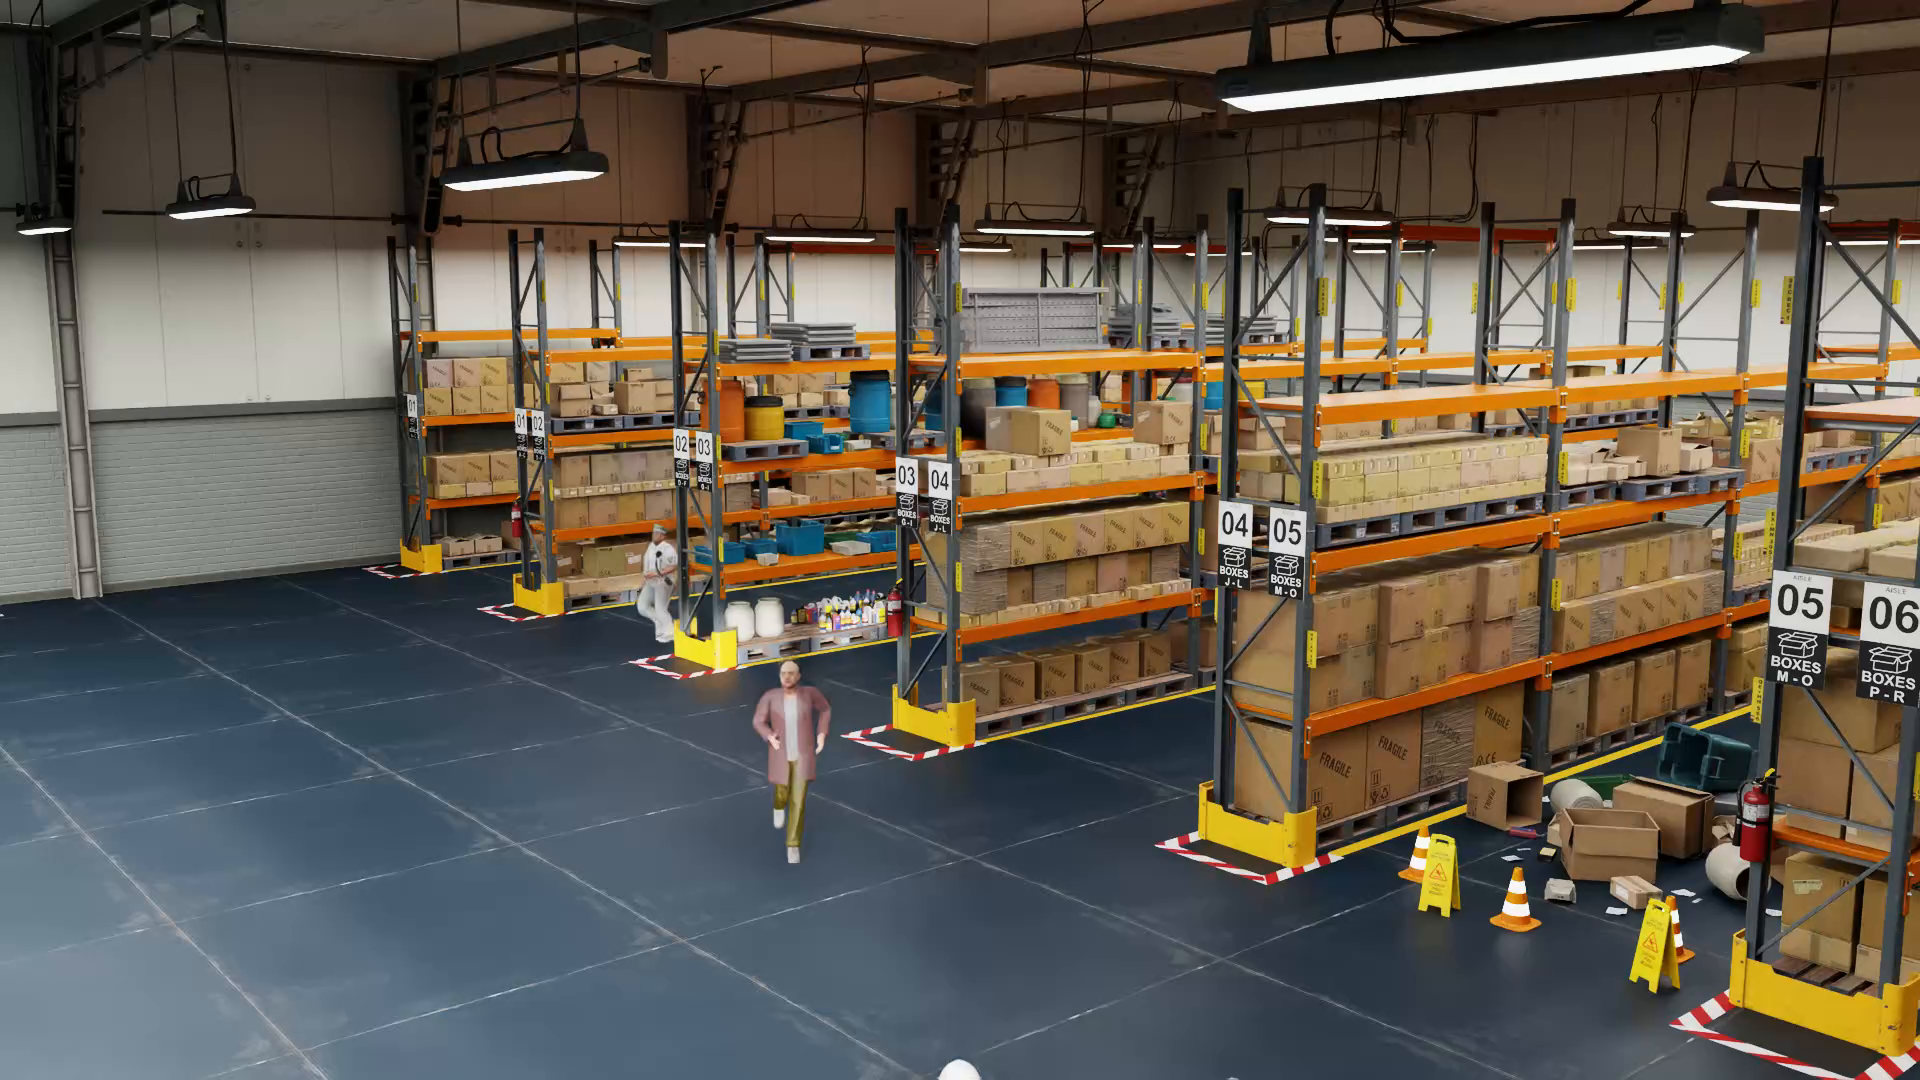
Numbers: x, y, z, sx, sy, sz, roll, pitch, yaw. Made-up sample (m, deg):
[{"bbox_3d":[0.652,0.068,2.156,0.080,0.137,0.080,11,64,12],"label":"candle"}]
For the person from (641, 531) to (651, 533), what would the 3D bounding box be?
[{"bbox_3d":[-5.670,-0.280,29.801,0.662,1.715,0.987,7,12,40],"label":"person"}]

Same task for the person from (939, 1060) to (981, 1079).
[{"bbox_3d":[-0.004,3.144,7.558,0.698,1.668,0.668,-1,9,-5],"label":"person"}]

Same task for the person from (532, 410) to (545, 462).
[{"bbox_3d":[-3.098,1.459,13.939,12.444,3.203,22.944,2,9,12],"label":"person"}]

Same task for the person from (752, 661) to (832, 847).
[{"bbox_3d":[-1.536,1.921,15.259,0.718,1.684,0.847,0,9,-2],"label":"person"}]

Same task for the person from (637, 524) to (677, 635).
[{"bbox_3d":[-4.391,0.578,24.033,0.648,1.652,0.579,7,11,37],"label":"person"}]
